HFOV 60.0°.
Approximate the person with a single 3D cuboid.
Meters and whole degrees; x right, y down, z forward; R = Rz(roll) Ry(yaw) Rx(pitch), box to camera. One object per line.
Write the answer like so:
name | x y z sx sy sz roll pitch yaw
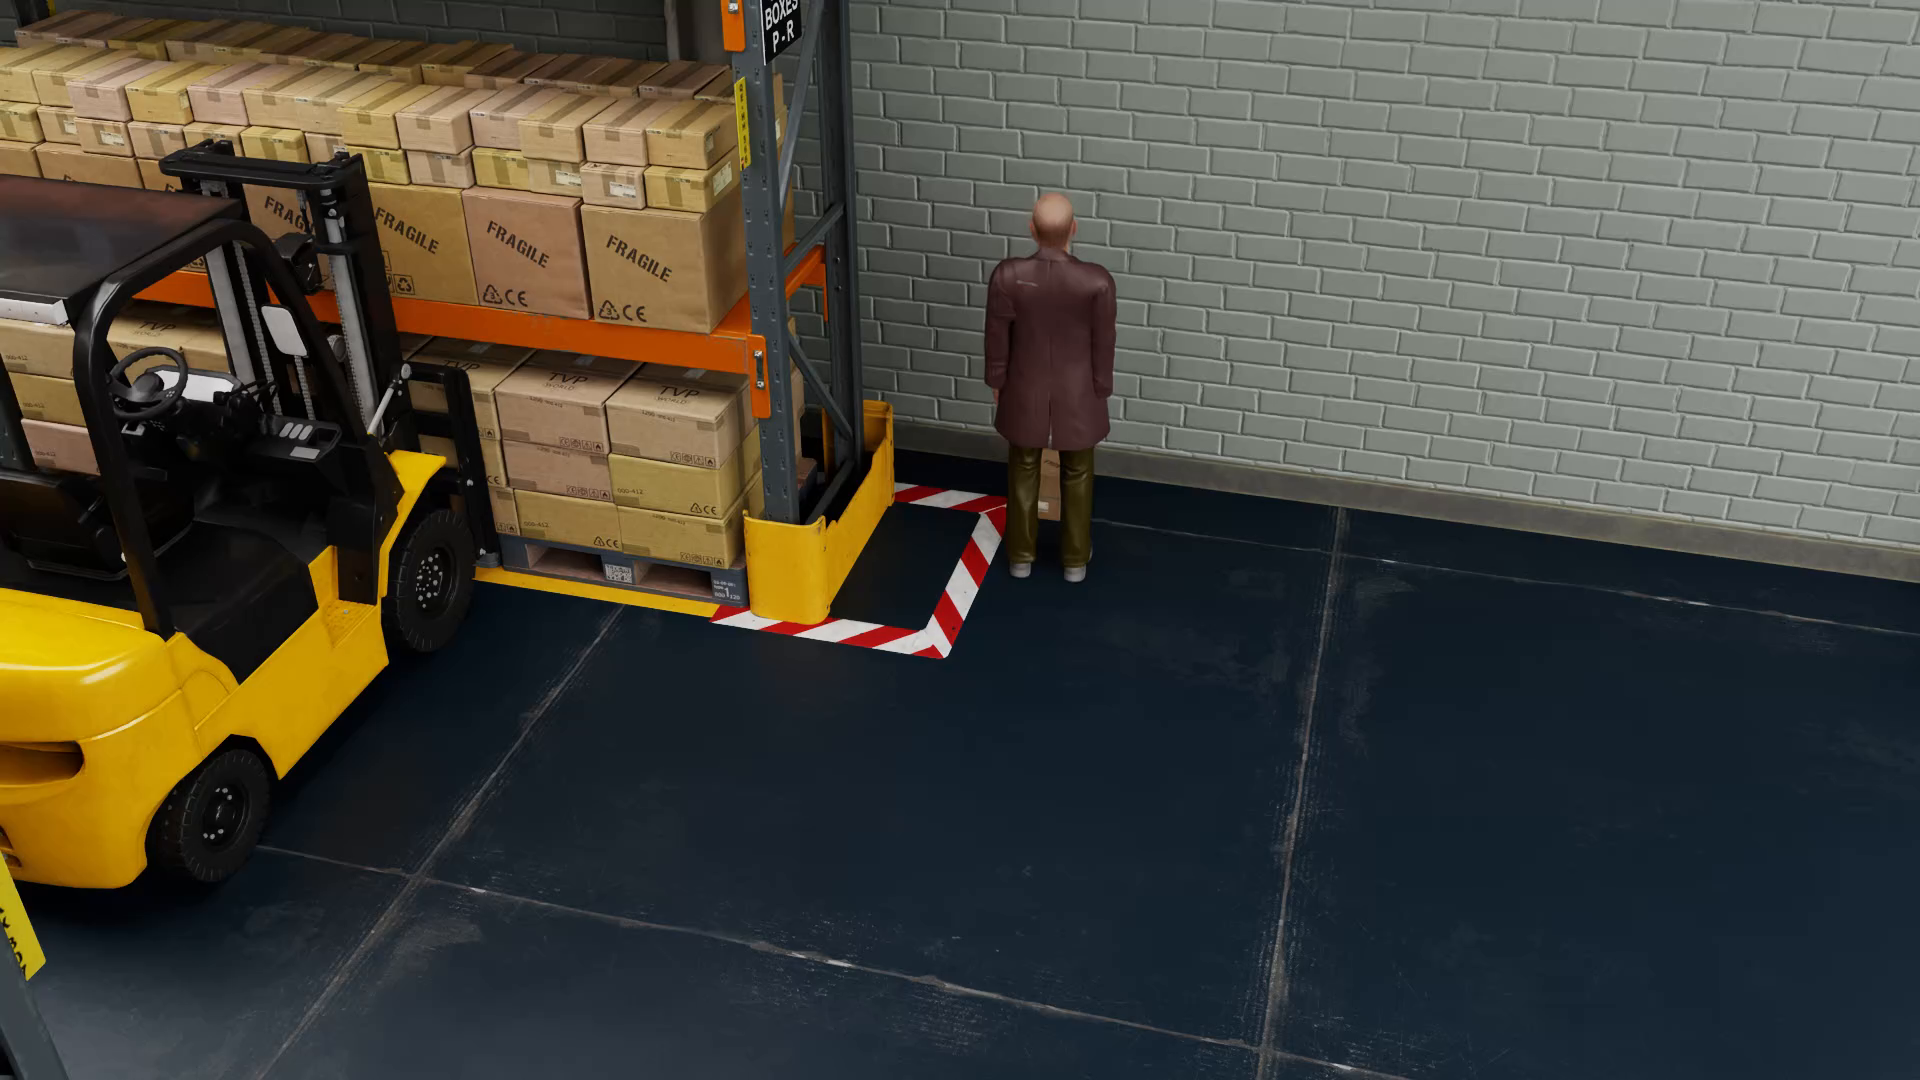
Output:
person | 0.383 -0.655 7.191 0.562 1.774 0.377 5 33 7
